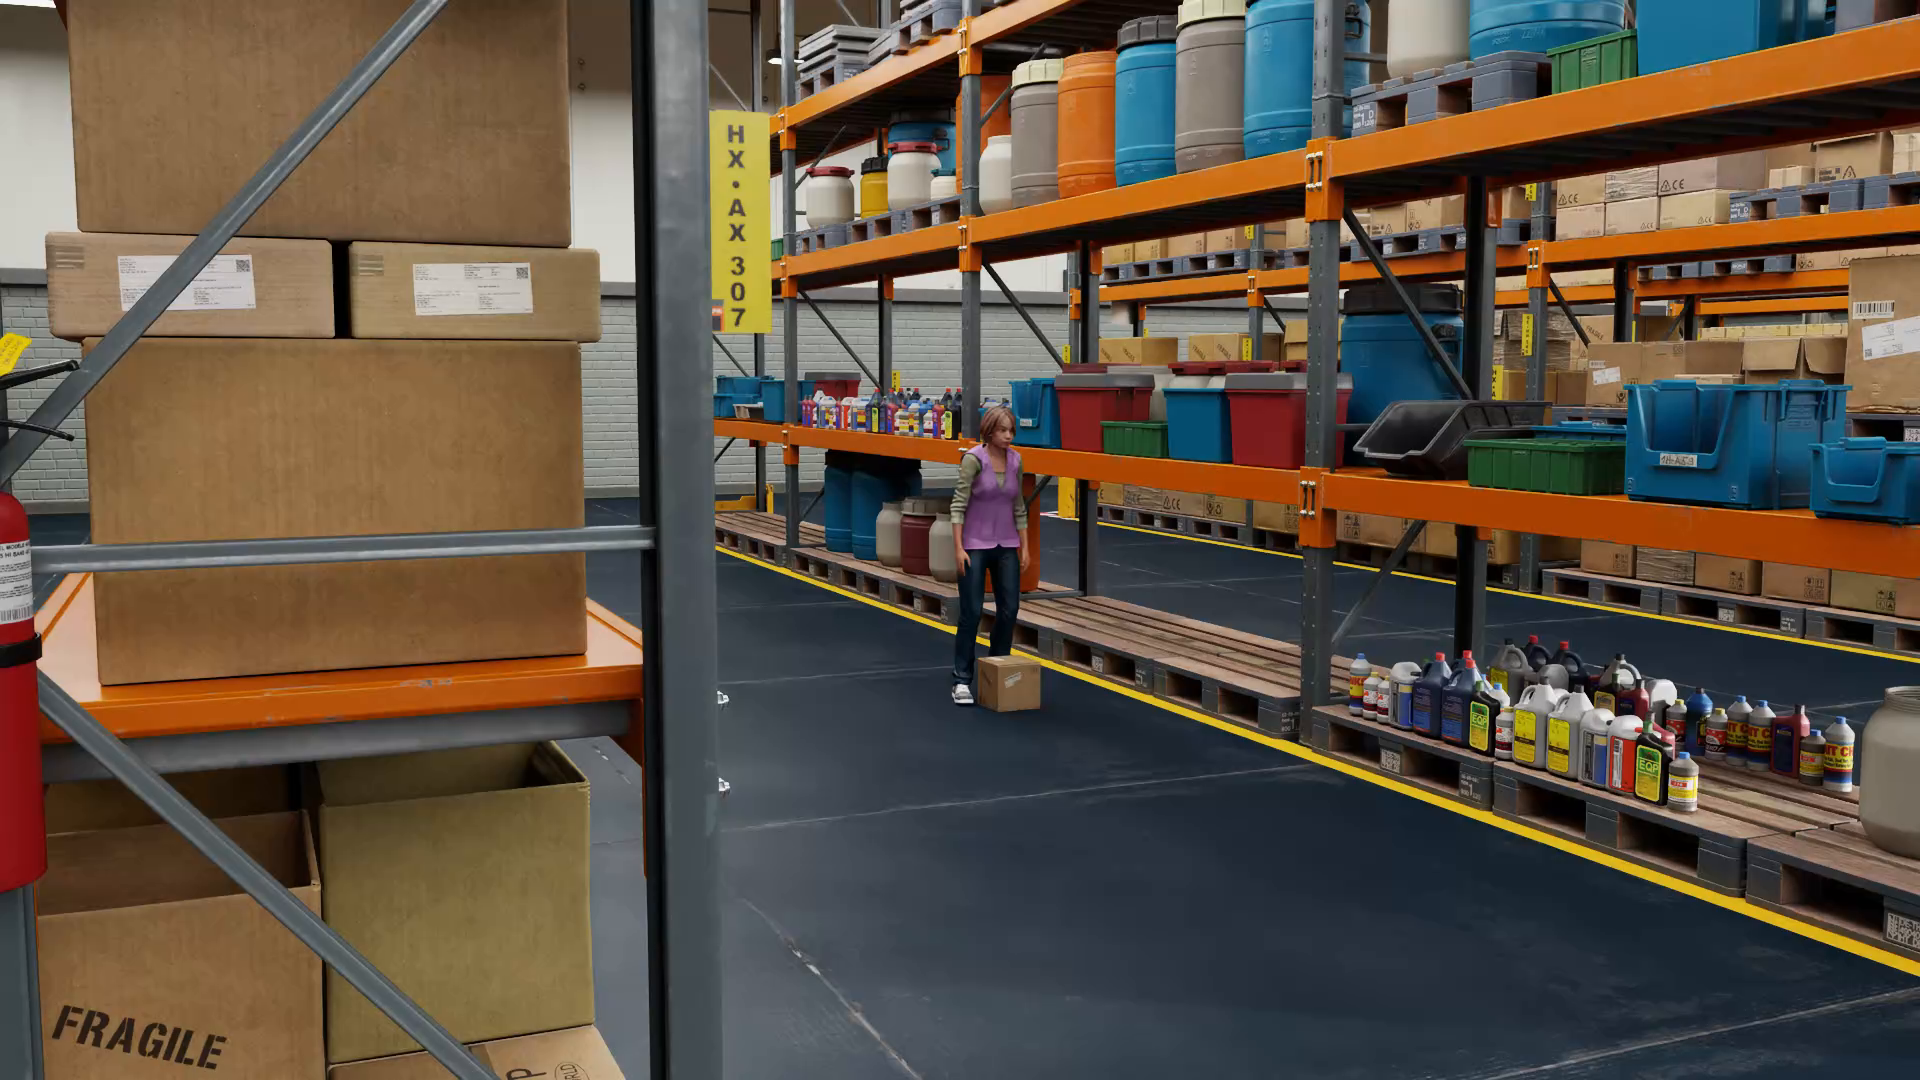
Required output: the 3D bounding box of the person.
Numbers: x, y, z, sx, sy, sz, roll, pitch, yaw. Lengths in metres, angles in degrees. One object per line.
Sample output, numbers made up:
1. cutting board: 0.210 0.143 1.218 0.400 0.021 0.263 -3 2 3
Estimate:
1. person: 0.159 0.072 8.983 0.485 1.593 0.343 -3 6 -27
